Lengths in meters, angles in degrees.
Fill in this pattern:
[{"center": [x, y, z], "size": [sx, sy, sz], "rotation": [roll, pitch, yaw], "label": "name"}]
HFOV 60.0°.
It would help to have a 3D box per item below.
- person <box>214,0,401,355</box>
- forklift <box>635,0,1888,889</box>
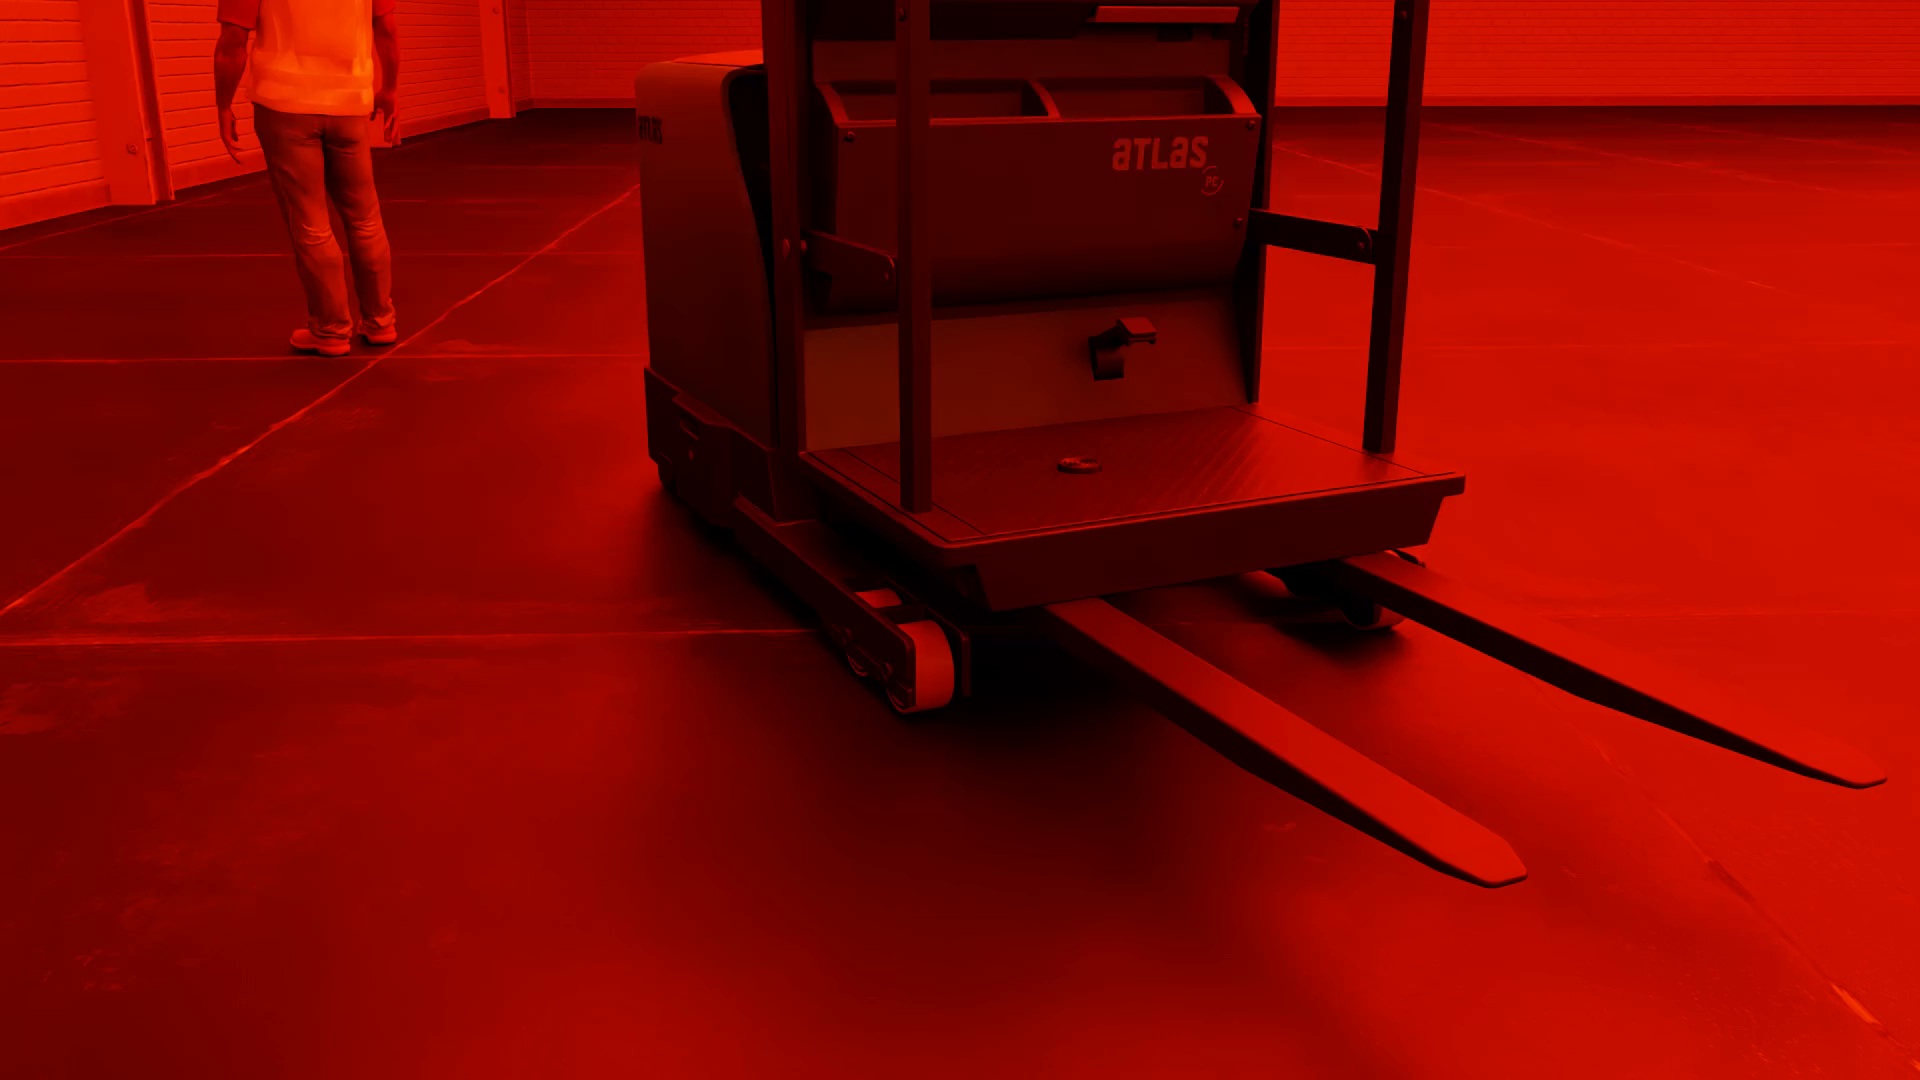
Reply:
[{"center": [-2.348, -1.555, 5.957], "size": [0.666, 1.765, 0.577], "rotation": [-15, 23, -41], "label": "person"}, {"center": [0.258, -1.240, 2.962], "size": [1.130, 2.935, 3.031], "rotation": [-8, 19, -24], "label": "forklift"}]
